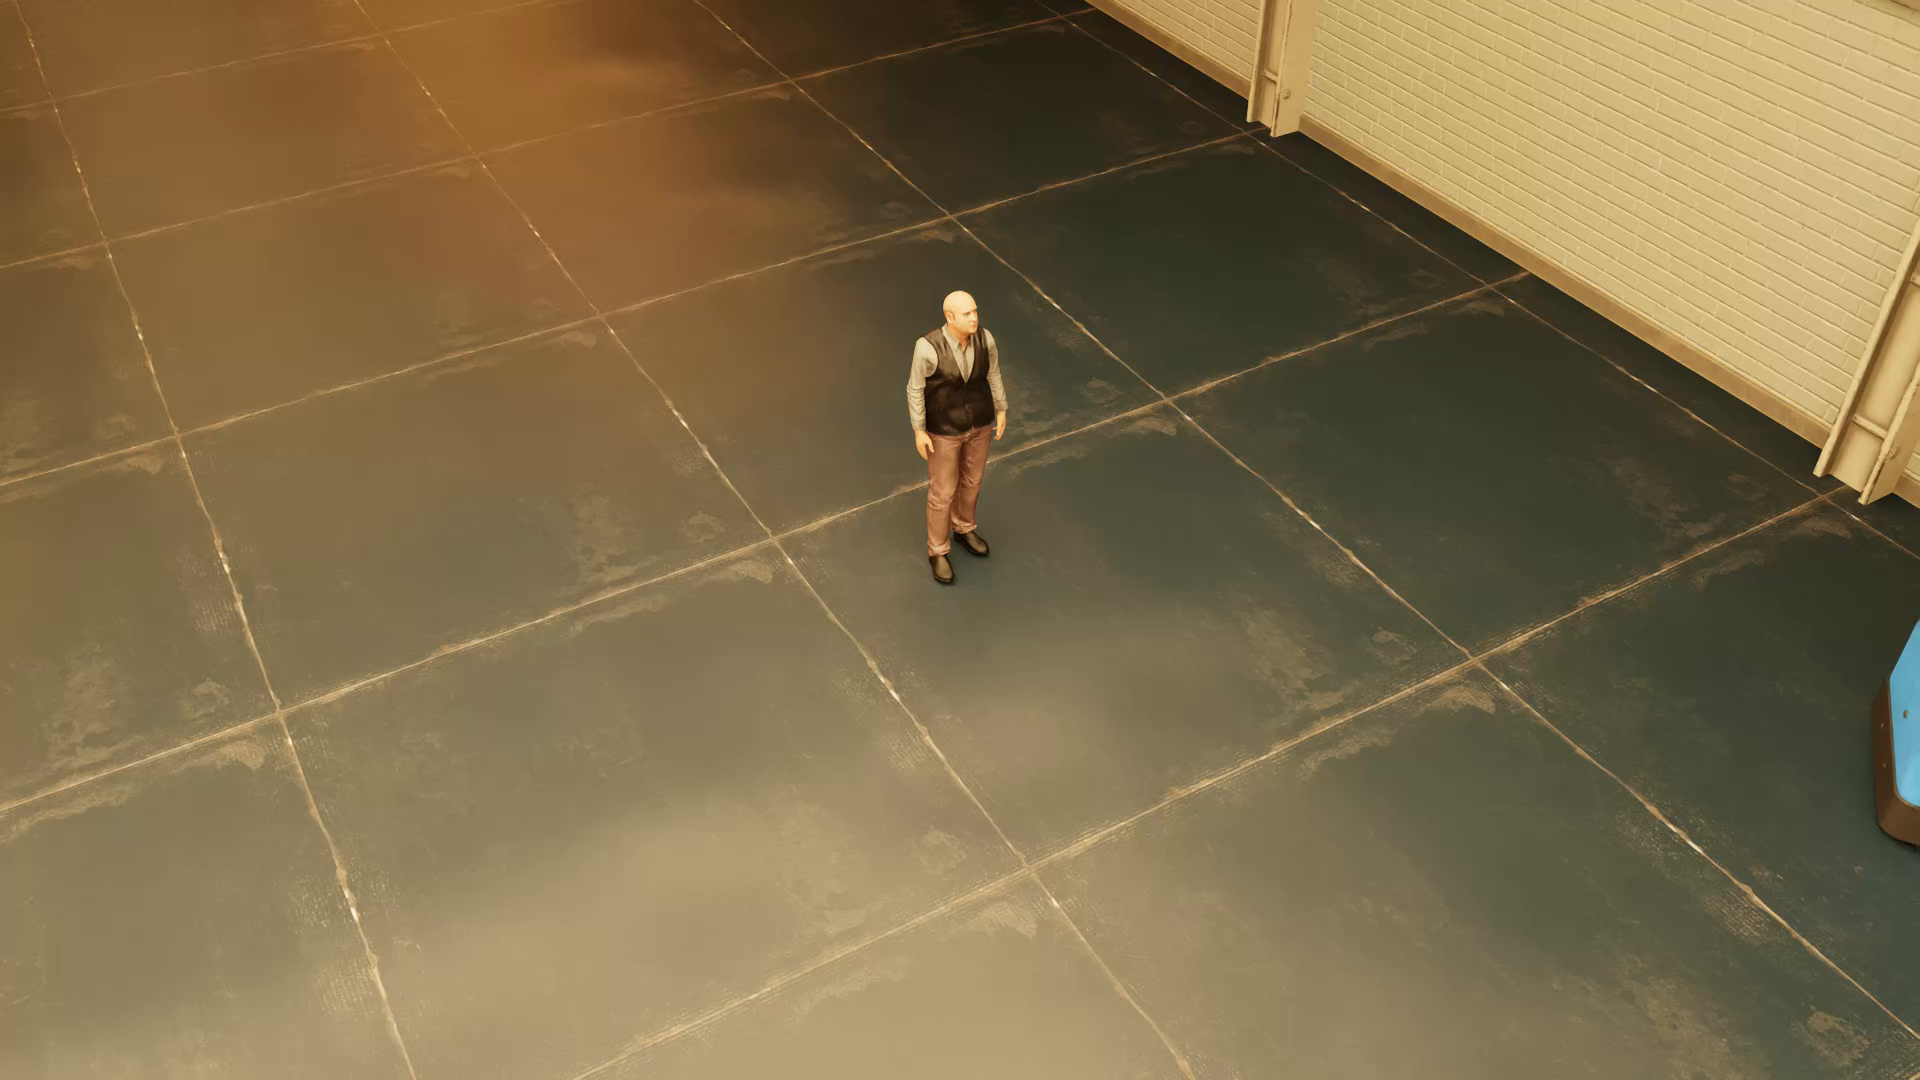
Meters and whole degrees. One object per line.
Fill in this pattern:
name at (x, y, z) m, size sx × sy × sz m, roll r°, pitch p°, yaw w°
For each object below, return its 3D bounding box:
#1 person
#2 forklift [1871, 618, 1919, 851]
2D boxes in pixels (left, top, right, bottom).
person at (0.024, -0.632, 9.733) m, size 0.632 × 1.720 × 0.568 m, roll -20°, pitch 44°, yaw -23°
forklift at (6.252, 0.453, 7.490) m, size 3.031 × 2.935 × 1.130 m, roll 14°, pitch 42°, yaw 16°
